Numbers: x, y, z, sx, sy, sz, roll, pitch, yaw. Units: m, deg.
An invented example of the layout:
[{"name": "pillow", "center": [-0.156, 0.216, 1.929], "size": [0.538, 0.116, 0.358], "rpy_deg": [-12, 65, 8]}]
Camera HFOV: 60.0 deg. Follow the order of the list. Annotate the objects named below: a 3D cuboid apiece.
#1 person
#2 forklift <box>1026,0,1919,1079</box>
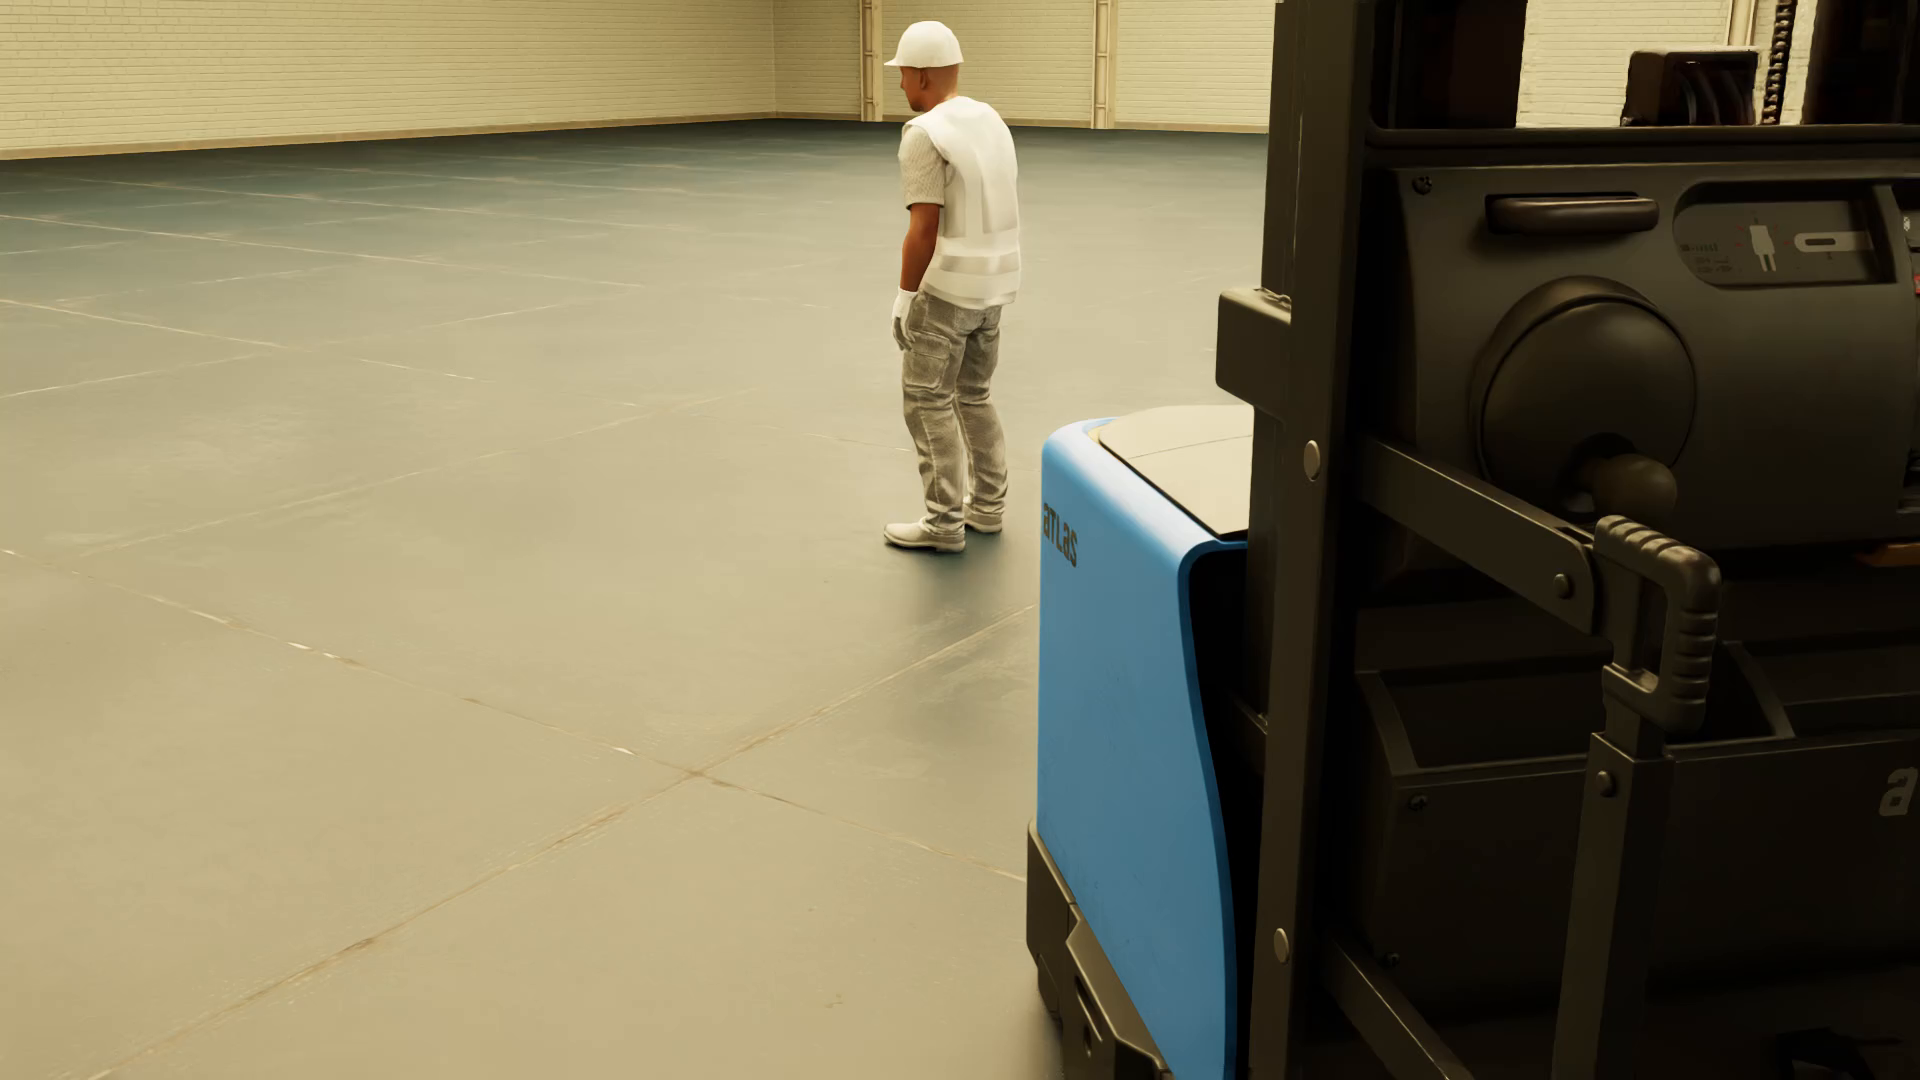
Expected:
[{"name": "person", "center": [-0.035, -0.852, 5.710], "size": [0.449, 1.773, 0.617], "rpy_deg": [10, 20, 31]}, {"name": "forklift", "center": [0.931, -0.204, 1.514], "size": [1.130, 2.935, 3.031], "rpy_deg": [-3, 17, -11]}]
